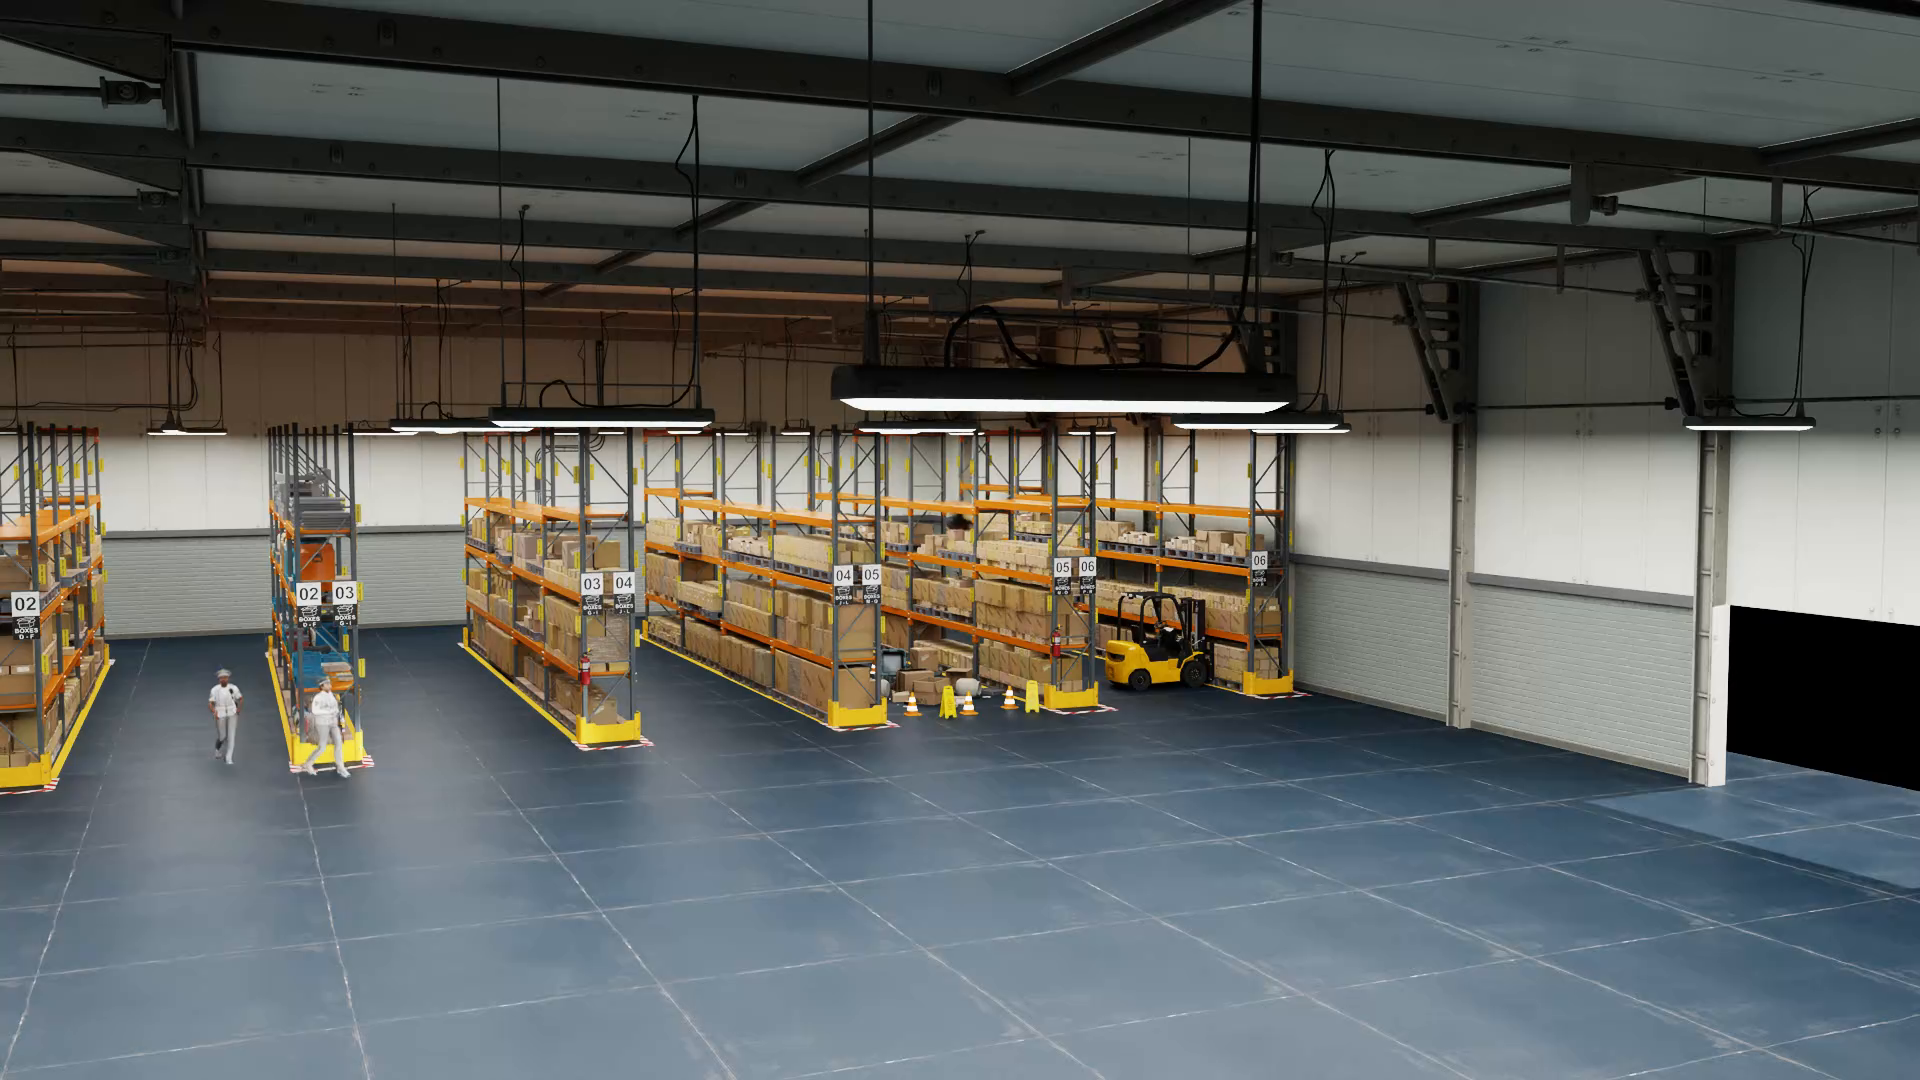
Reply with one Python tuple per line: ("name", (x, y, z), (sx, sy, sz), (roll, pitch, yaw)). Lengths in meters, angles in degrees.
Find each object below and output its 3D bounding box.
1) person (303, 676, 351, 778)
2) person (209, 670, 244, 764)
("person", (-10.710, 3.153, 28.067), (0.794, 1.740, 0.616), (1, 4, 16))
("person", (-12.929, 3.111, 29.347), (0.576, 1.639, 0.578), (-2, 4, -27))
